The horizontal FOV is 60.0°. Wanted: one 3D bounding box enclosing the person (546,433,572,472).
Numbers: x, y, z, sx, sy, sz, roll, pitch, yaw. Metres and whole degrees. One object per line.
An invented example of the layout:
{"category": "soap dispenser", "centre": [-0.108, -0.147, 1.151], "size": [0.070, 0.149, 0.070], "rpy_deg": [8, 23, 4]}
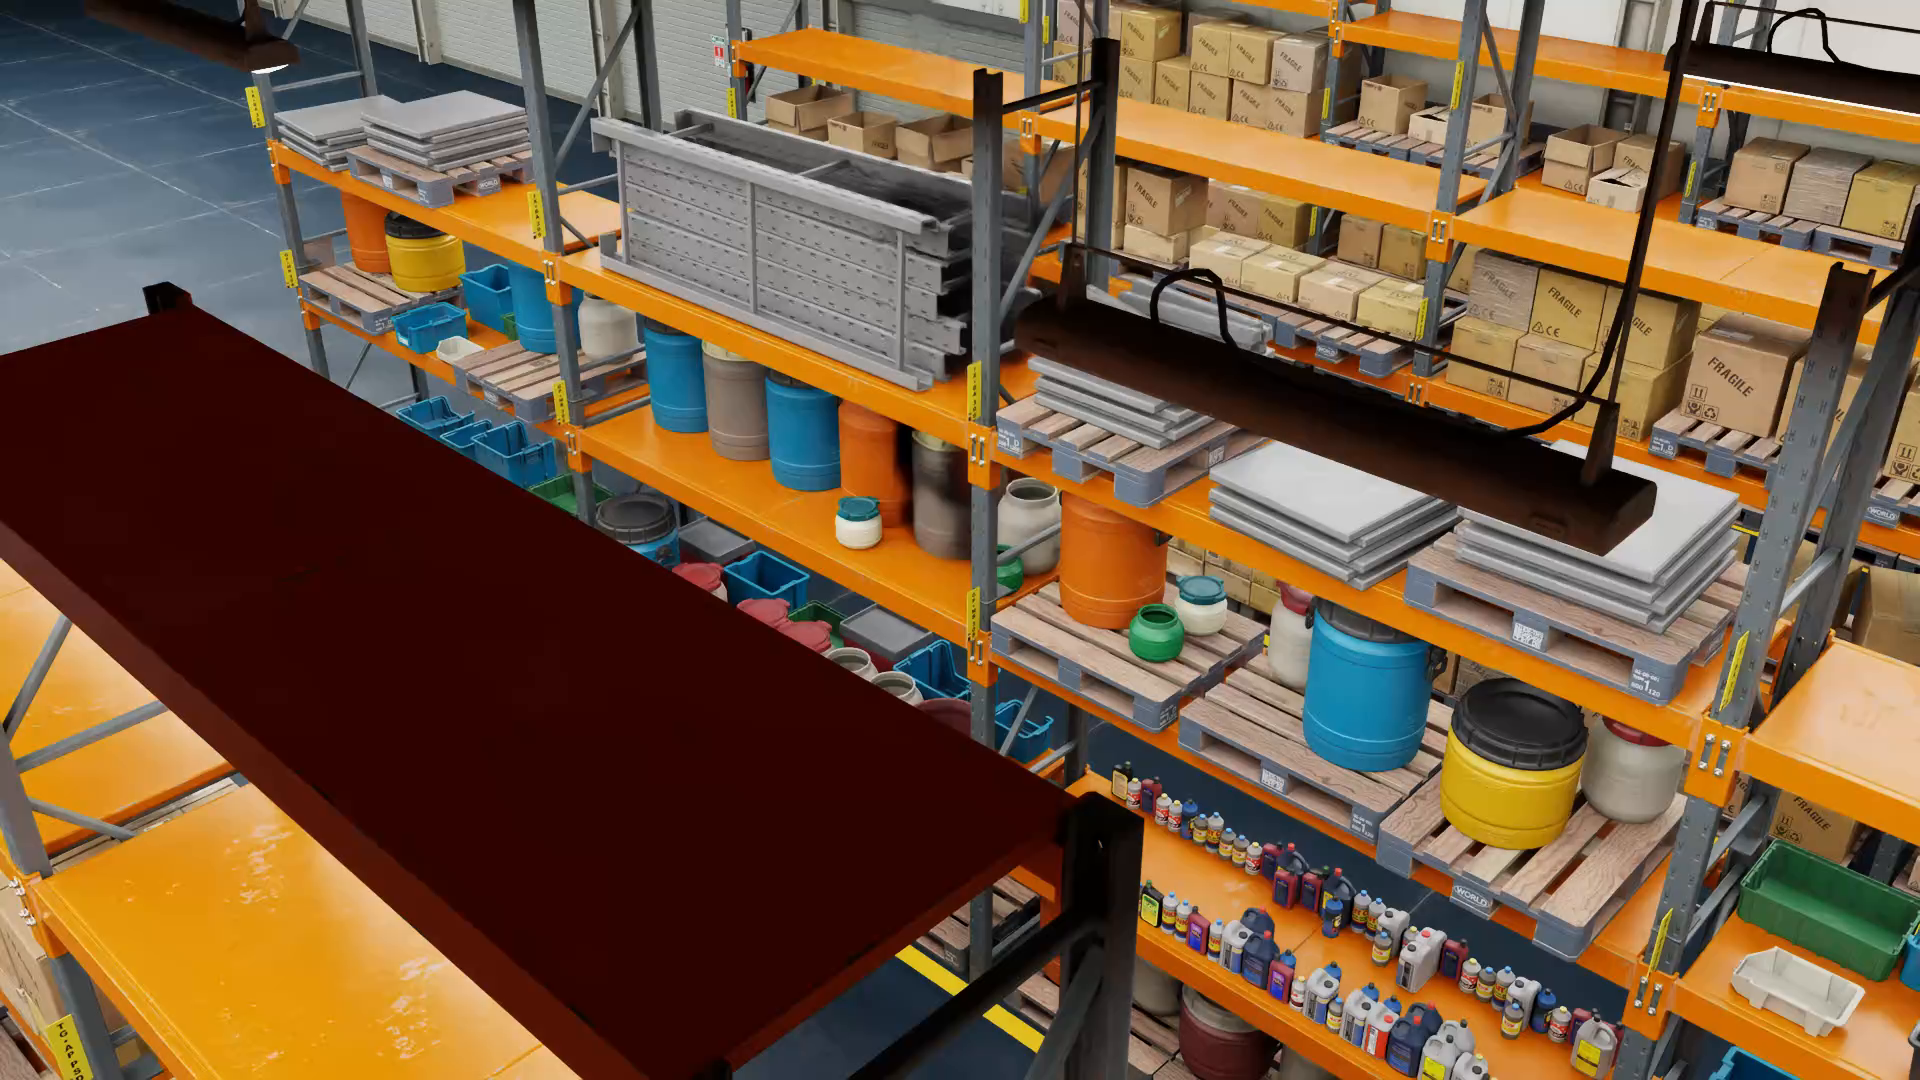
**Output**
{"category": "person", "centre": [-3.910, -0.998, 16.419], "size": [0.653, 1.598, 0.528], "rpy_deg": [16, 33, 26]}
